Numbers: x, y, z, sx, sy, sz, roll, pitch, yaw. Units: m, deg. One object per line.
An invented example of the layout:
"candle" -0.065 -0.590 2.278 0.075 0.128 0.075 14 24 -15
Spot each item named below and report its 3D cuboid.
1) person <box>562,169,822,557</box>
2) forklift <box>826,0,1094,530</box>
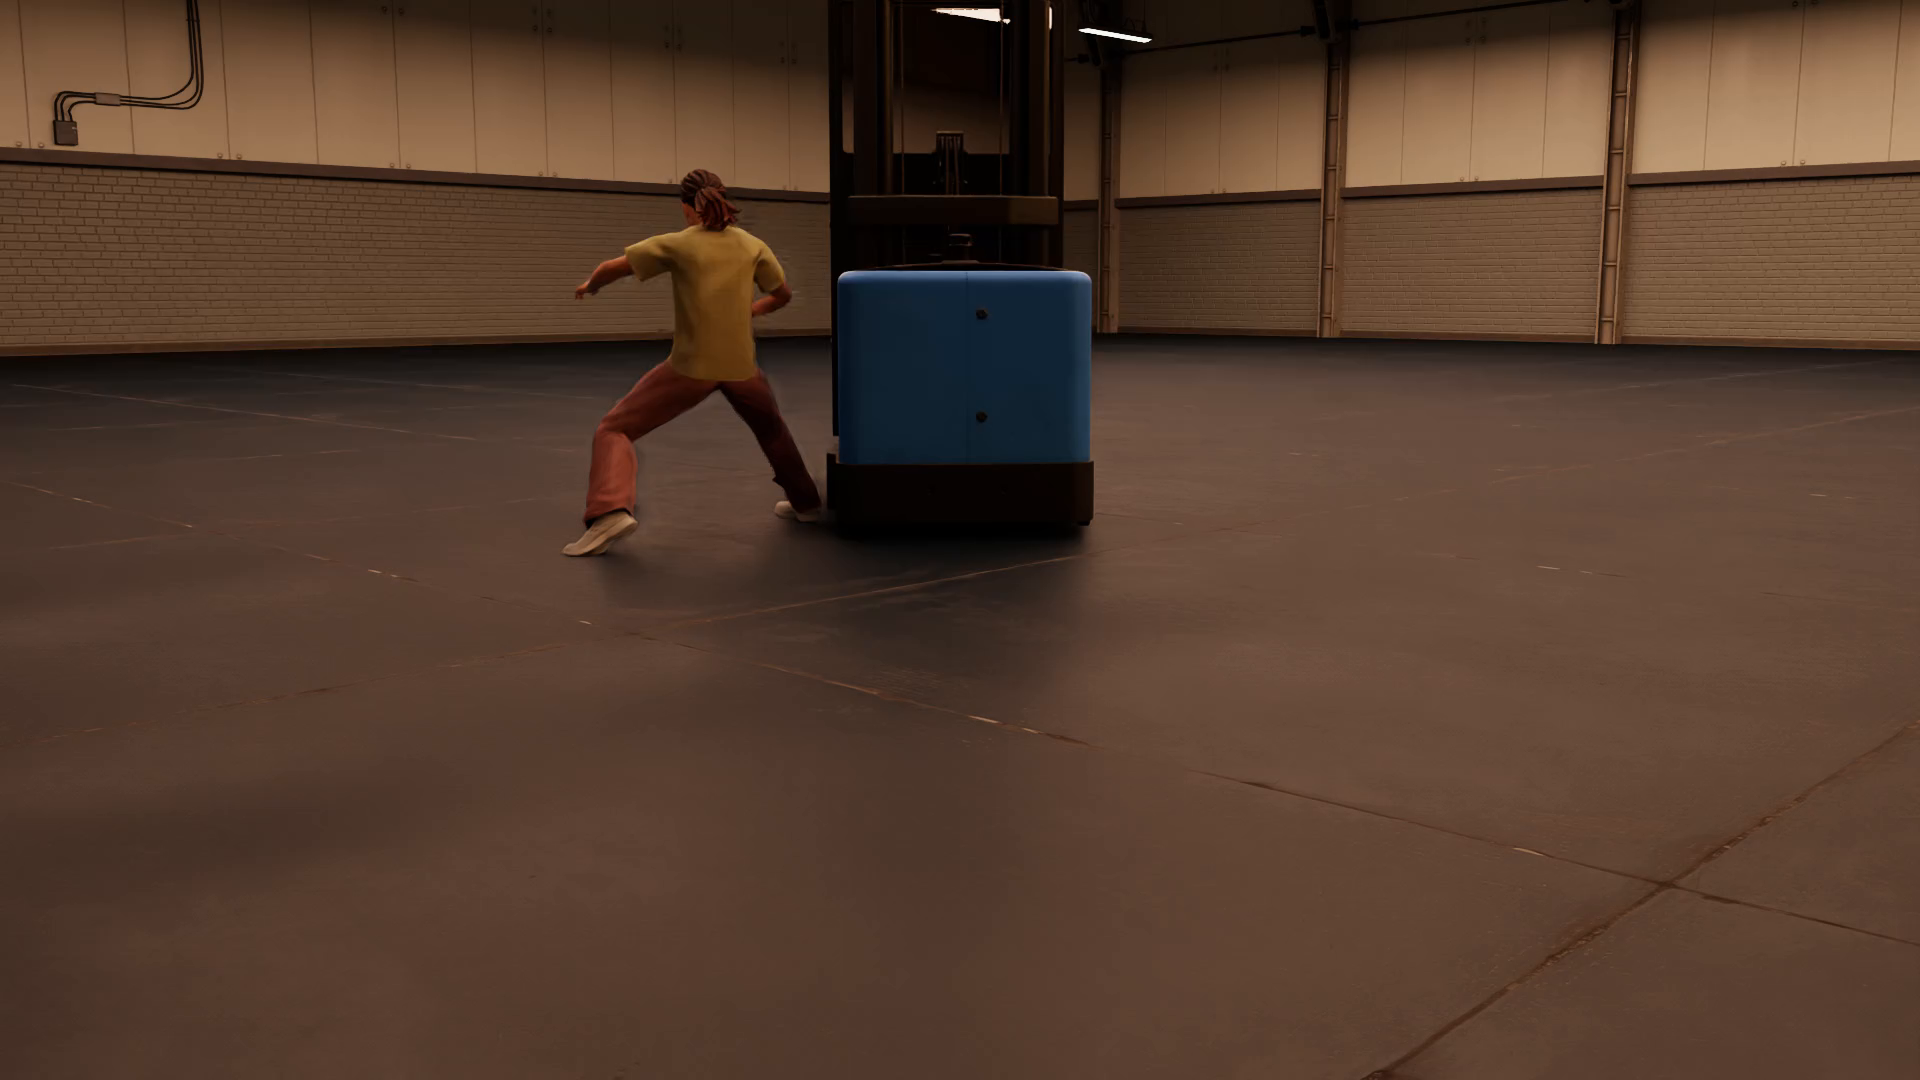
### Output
"person" -1.078 -0.734 6.702 1.213 1.486 0.825 -4 9 -25
"forklift" -0.081 -1.671 7.972 1.130 2.935 3.031 -1 9 -4
